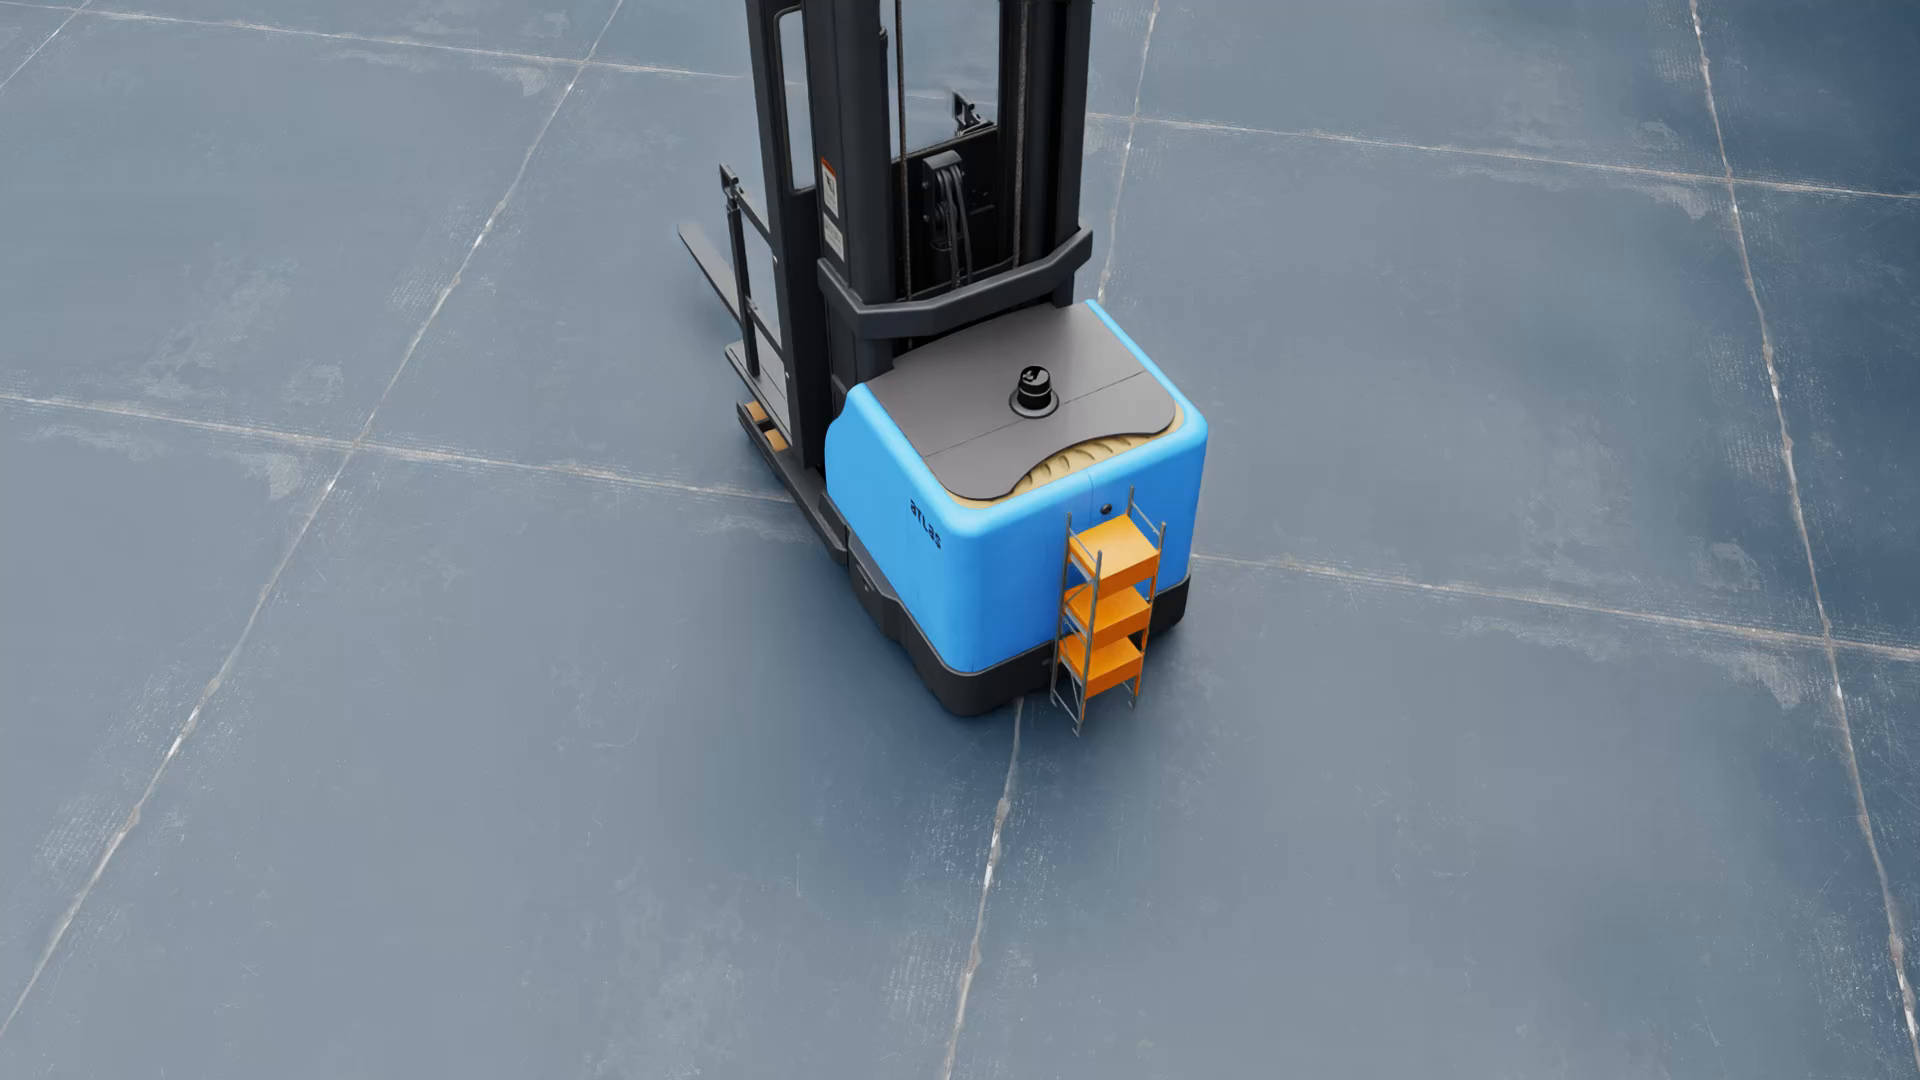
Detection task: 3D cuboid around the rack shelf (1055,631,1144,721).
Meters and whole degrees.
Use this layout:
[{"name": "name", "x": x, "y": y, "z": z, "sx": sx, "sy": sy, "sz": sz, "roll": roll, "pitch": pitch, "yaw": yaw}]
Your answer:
[{"name": "rack shelf", "x": 0.495, "y": 0.457, "z": 5.989, "sx": 0.240, "sy": 0.259, "sz": 0.215, "roll": -23, "pitch": 54, "yaw": -19}]

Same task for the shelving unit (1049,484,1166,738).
[{"name": "shelving unit", "x": 0.499, "y": 0.270, "z": 5.769, "sx": 0.252, "sy": 1.050, "sz": 0.215, "roll": -23, "pitch": 54, "yaw": -19}]

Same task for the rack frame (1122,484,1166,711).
[{"name": "rack frame", "x": 0.605, "y": 0.225, "z": 5.810, "sx": 0.008, "sy": 1.050, "sz": 0.200, "roll": -23, "pitch": 54, "yaw": -19}]

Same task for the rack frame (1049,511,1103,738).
[{"name": "rack frame", "x": 0.393, "y": 0.315, "z": 5.729, "sx": 0.008, "sy": 1.050, "sz": 0.200, "roll": -23, "pitch": 54, "yaw": -19}]

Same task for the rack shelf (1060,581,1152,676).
[{"name": "rack shelf", "x": 0.499, "y": 0.277, "z": 5.777, "sx": 0.240, "sy": 0.259, "sz": 0.215, "roll": -23, "pitch": 54, "yaw": -19}]

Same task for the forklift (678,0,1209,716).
[{"name": "forklift", "x": -0.289, "y": -1.437, "z": 6.043, "sx": 1.130, "sy": 2.935, "sz": 3.031, "roll": -22, "pitch": 52, "yaw": -19}]

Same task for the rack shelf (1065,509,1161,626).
[{"name": "rack shelf", "x": 0.503, "y": 0.092, "z": 5.562, "sx": 0.240, "sy": 0.259, "sz": 0.215, "roll": -23, "pitch": 54, "yaw": -19}]
